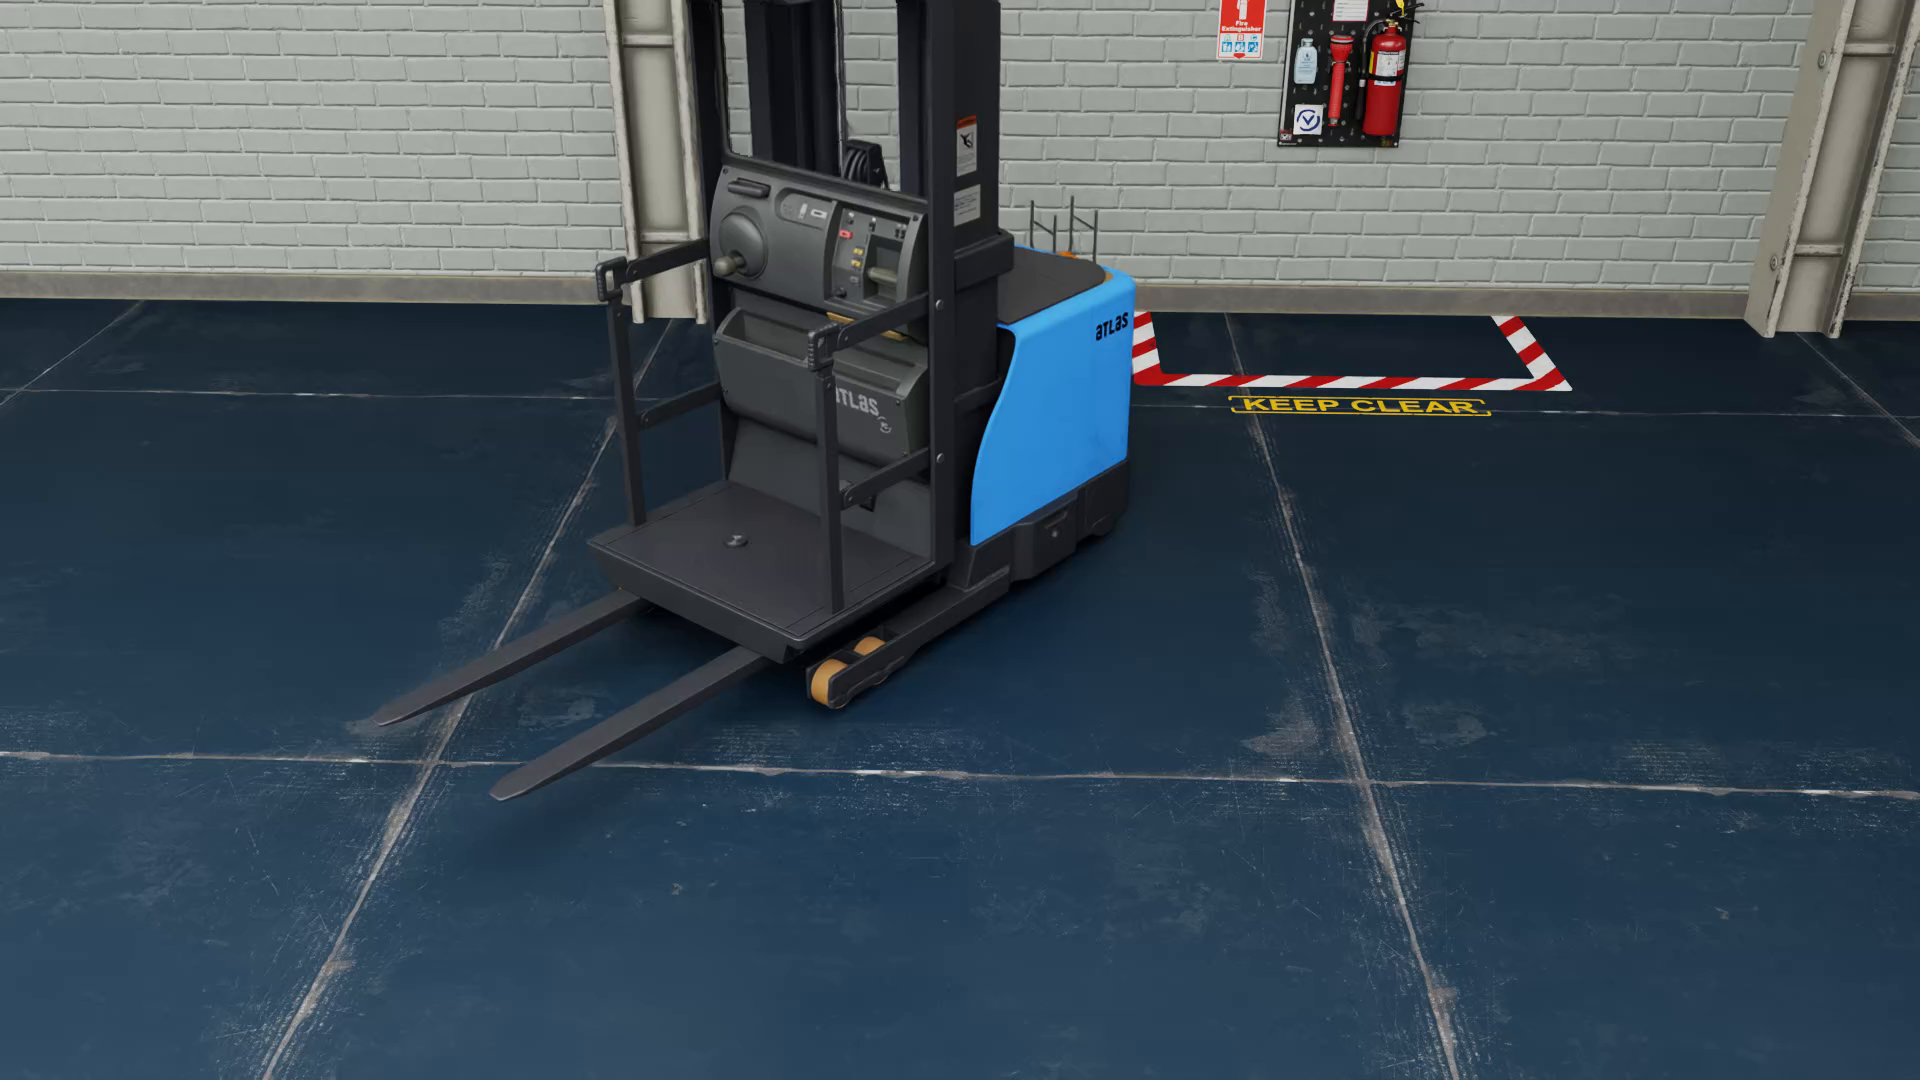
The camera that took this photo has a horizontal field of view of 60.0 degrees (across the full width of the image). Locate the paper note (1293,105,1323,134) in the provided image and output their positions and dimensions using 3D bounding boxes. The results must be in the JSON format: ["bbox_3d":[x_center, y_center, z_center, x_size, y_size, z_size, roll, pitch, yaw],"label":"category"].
[{"bbox_3d":[1.797,-2.169,8.579,0.142,0.148,0.016,1,28,2],"label":"paper note"}]

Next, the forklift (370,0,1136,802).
[{"bbox_3d":[-0.632,-0.985,5.478,1.130,2.935,3.031,21,34,34],"label":"forklift"}]

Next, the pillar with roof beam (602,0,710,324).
[{"bbox_3d":[-1.708,-3.199,3.176,0.400,9.000,9.100,1,28,2],"label":"pillar with roof beam"}]

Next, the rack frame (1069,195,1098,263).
[{"bbox_3d":[0.503,-0.843,7.060,0.006,1.200,0.240,-11,30,-20],"label":"rack frame"}]

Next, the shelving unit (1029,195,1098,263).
[{"bbox_3d":[0.419,-0.827,7.028,0.189,1.200,0.258,-11,30,-20],"label":"shelving unit"}]

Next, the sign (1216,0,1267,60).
[{"bbox_3d":[1.423,-2.596,8.406,0.234,0.329,0.001,1,28,2],"label":"sign"}]

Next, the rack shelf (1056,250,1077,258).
[{"bbox_3d":[0.421,-1.107,6.881,0.180,0.103,0.258,-11,30,-20],"label":"rack shelf"}]

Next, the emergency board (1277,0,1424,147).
[{"bbox_3d":[1.972,-2.523,8.306,0.643,1.169,0.194,1,28,2],"label":"emergency board"}]

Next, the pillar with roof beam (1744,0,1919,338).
[{"bbox_3d":[4.288,-3.099,2.989,0.400,9.000,9.100,1,28,2],"label":"pillar with roof beam"}]

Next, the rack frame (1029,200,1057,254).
[{"bbox_3d":[0.335,-0.811,6.997,0.006,1.200,0.240,-11,30,-20],"label":"rack frame"}]
